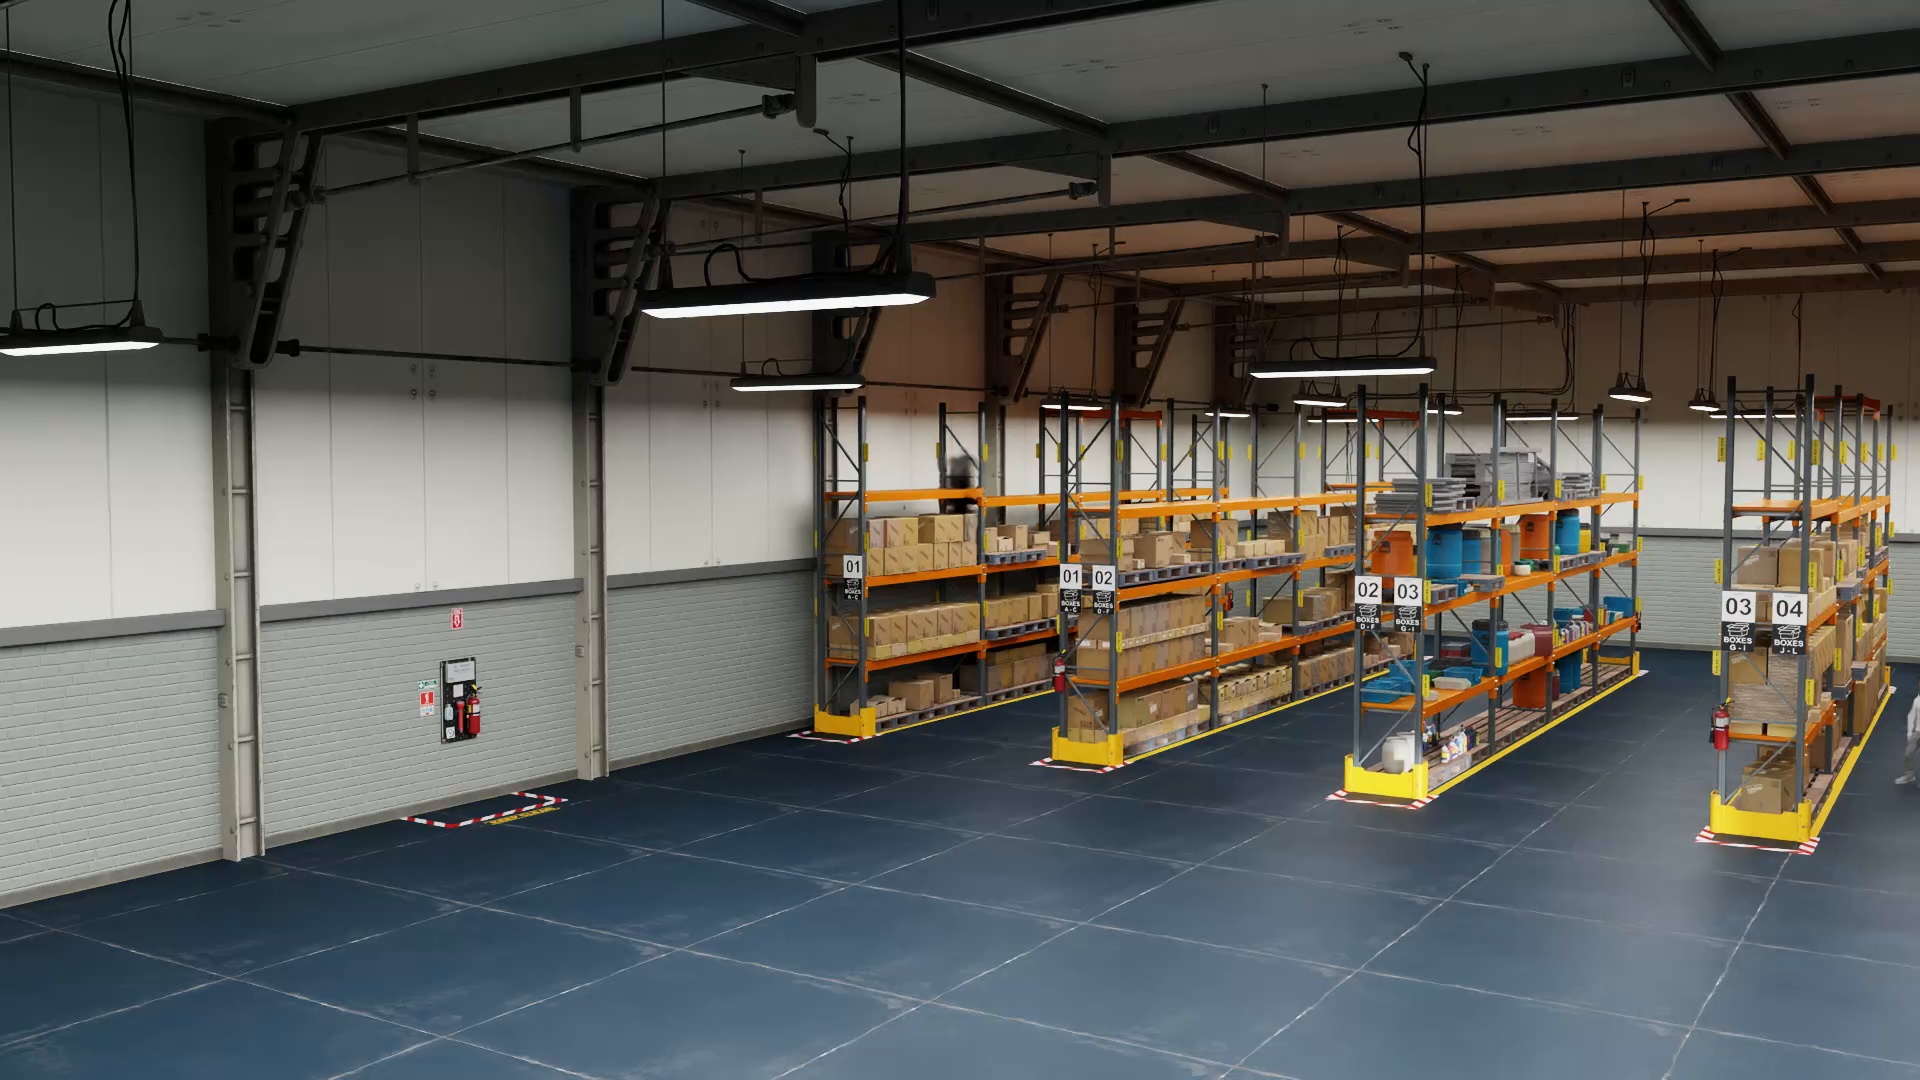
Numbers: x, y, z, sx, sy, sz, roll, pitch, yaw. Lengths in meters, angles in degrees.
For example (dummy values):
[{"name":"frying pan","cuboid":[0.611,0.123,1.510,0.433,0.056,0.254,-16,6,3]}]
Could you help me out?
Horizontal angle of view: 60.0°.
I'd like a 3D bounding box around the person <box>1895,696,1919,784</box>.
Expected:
[{"name":"person","cuboid":[14.297,2.883,24.691,0.724,1.643,0.534,2,4,36]}]
